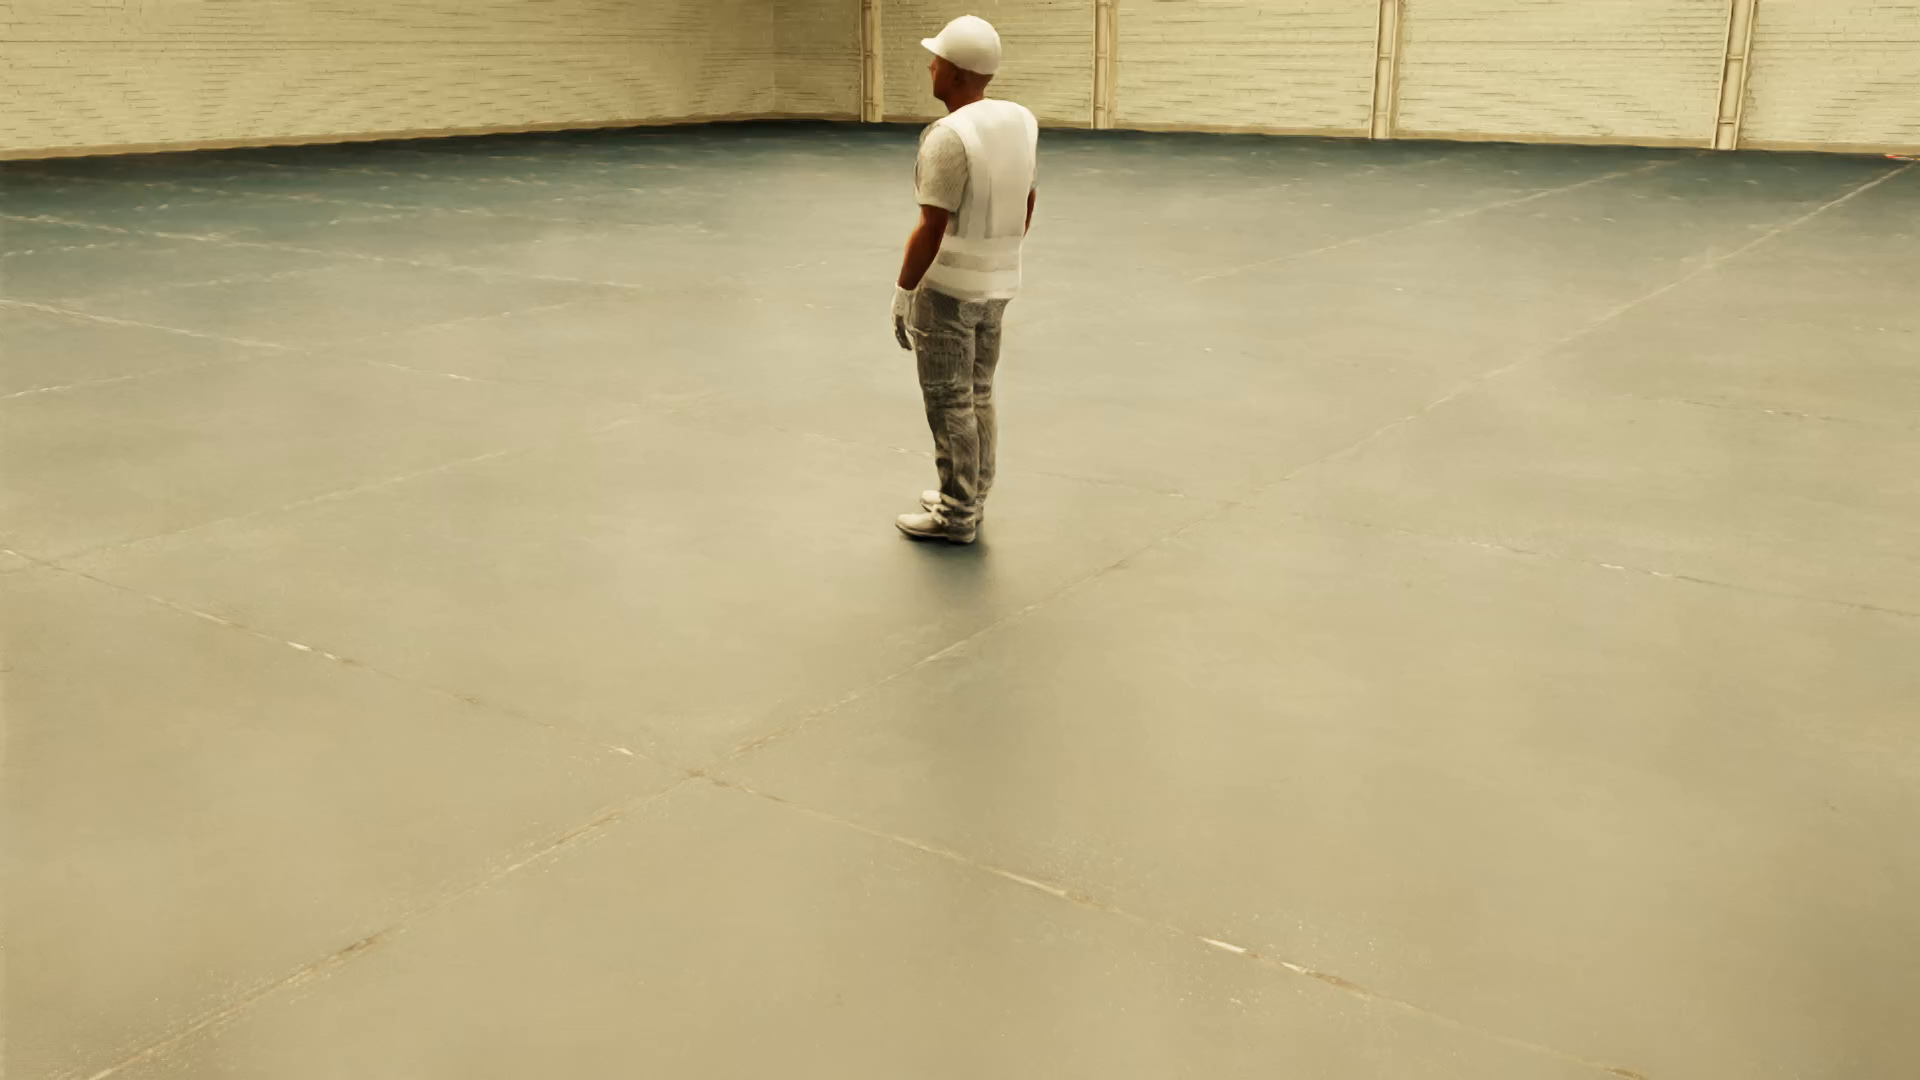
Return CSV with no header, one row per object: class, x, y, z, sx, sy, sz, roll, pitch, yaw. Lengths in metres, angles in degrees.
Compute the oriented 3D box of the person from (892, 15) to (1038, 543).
person,-0.055,-0.874,5.737,0.576,1.782,0.655,11,20,33
